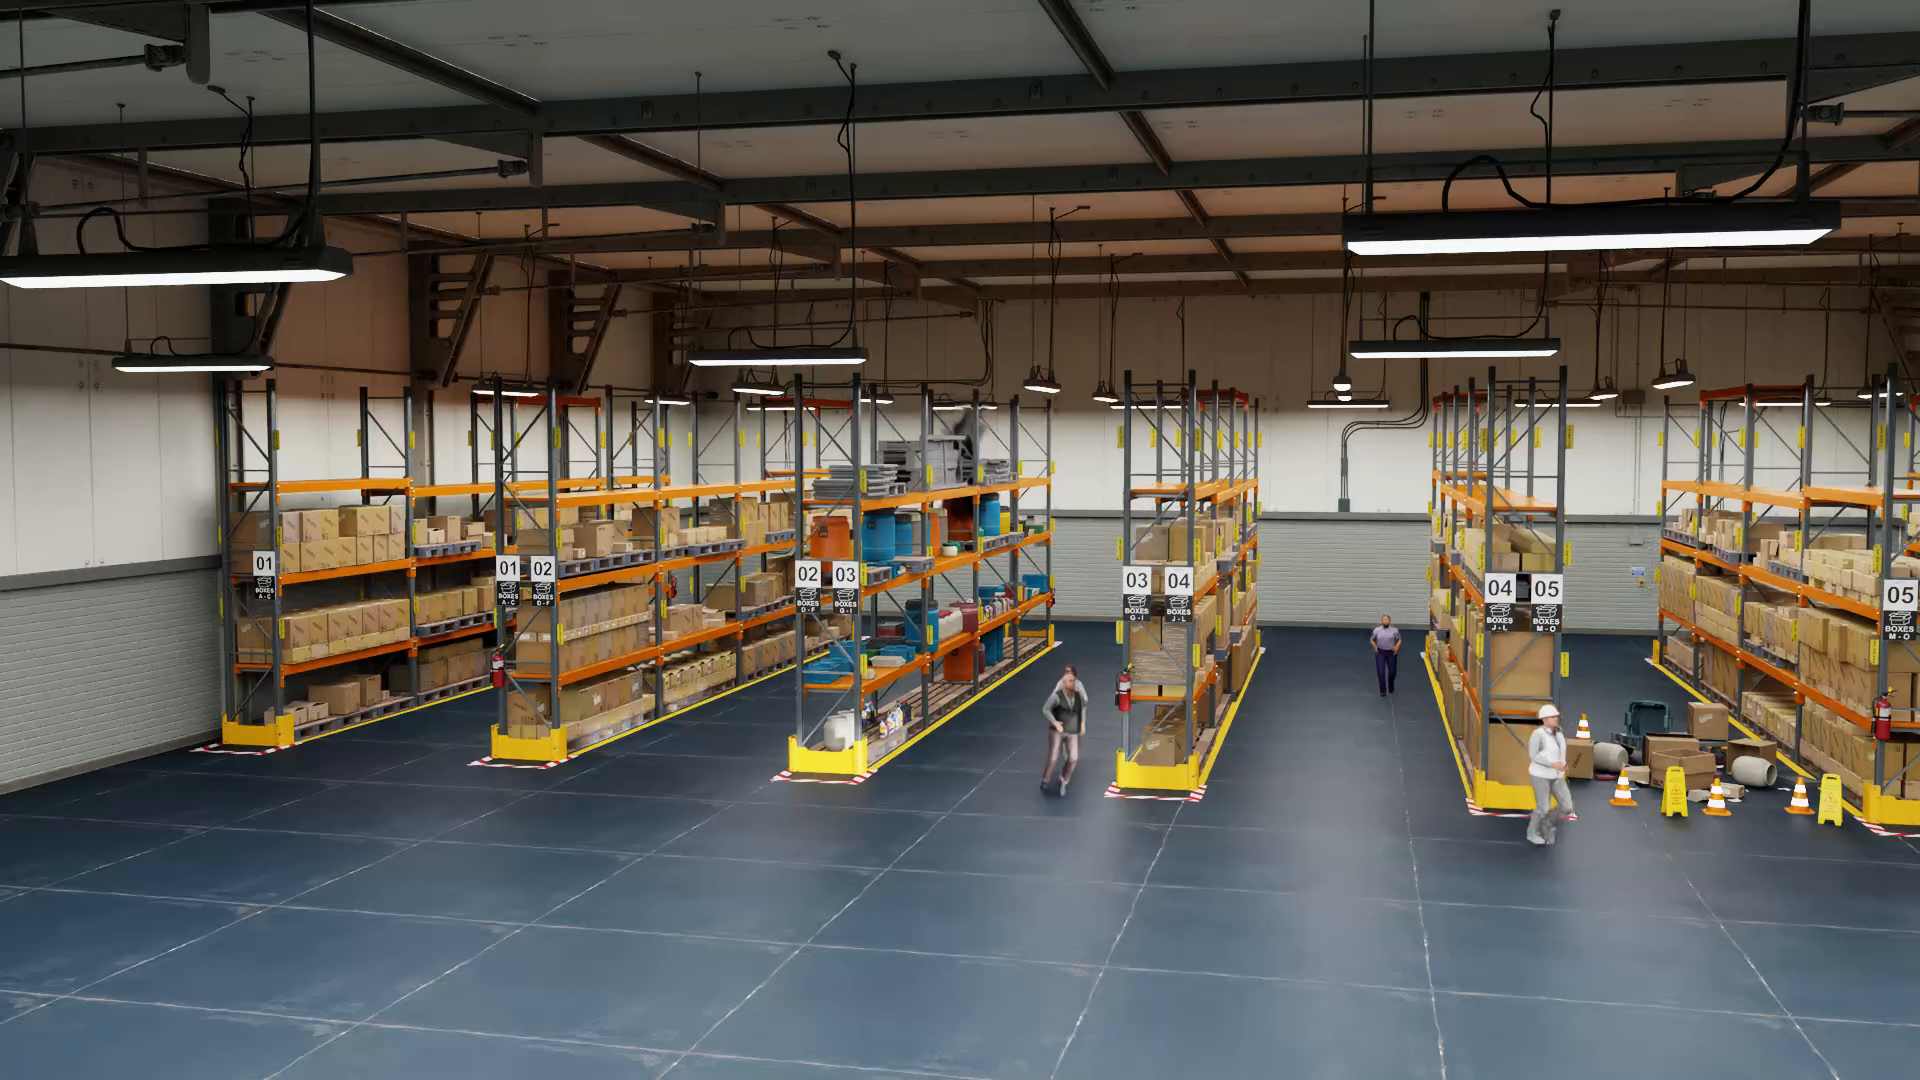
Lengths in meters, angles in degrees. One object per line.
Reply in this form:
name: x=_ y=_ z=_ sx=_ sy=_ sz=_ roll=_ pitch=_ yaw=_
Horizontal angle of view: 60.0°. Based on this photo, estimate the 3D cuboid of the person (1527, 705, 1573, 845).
person: x=7.276 y=2.905 z=20.439 sx=0.676 sy=1.767 sz=0.652 roll=-2 pitch=4 yaw=-27

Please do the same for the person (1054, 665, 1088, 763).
person: x=1.668 y=2.691 z=25.333 sx=0.553 sy=1.580 sz=0.767 roll=0 pitch=3 yaw=8

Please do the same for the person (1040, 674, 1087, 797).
person: x=1.506 y=2.756 z=23.538 sx=0.712 sy=1.720 sz=0.669 roll=-1 pitch=4 yaw=-13

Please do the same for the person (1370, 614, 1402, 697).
person: x=8.310 y=2.255 z=32.463 sx=0.602 sy=1.597 sz=0.568 roll=1 pitch=4 yaw=13
